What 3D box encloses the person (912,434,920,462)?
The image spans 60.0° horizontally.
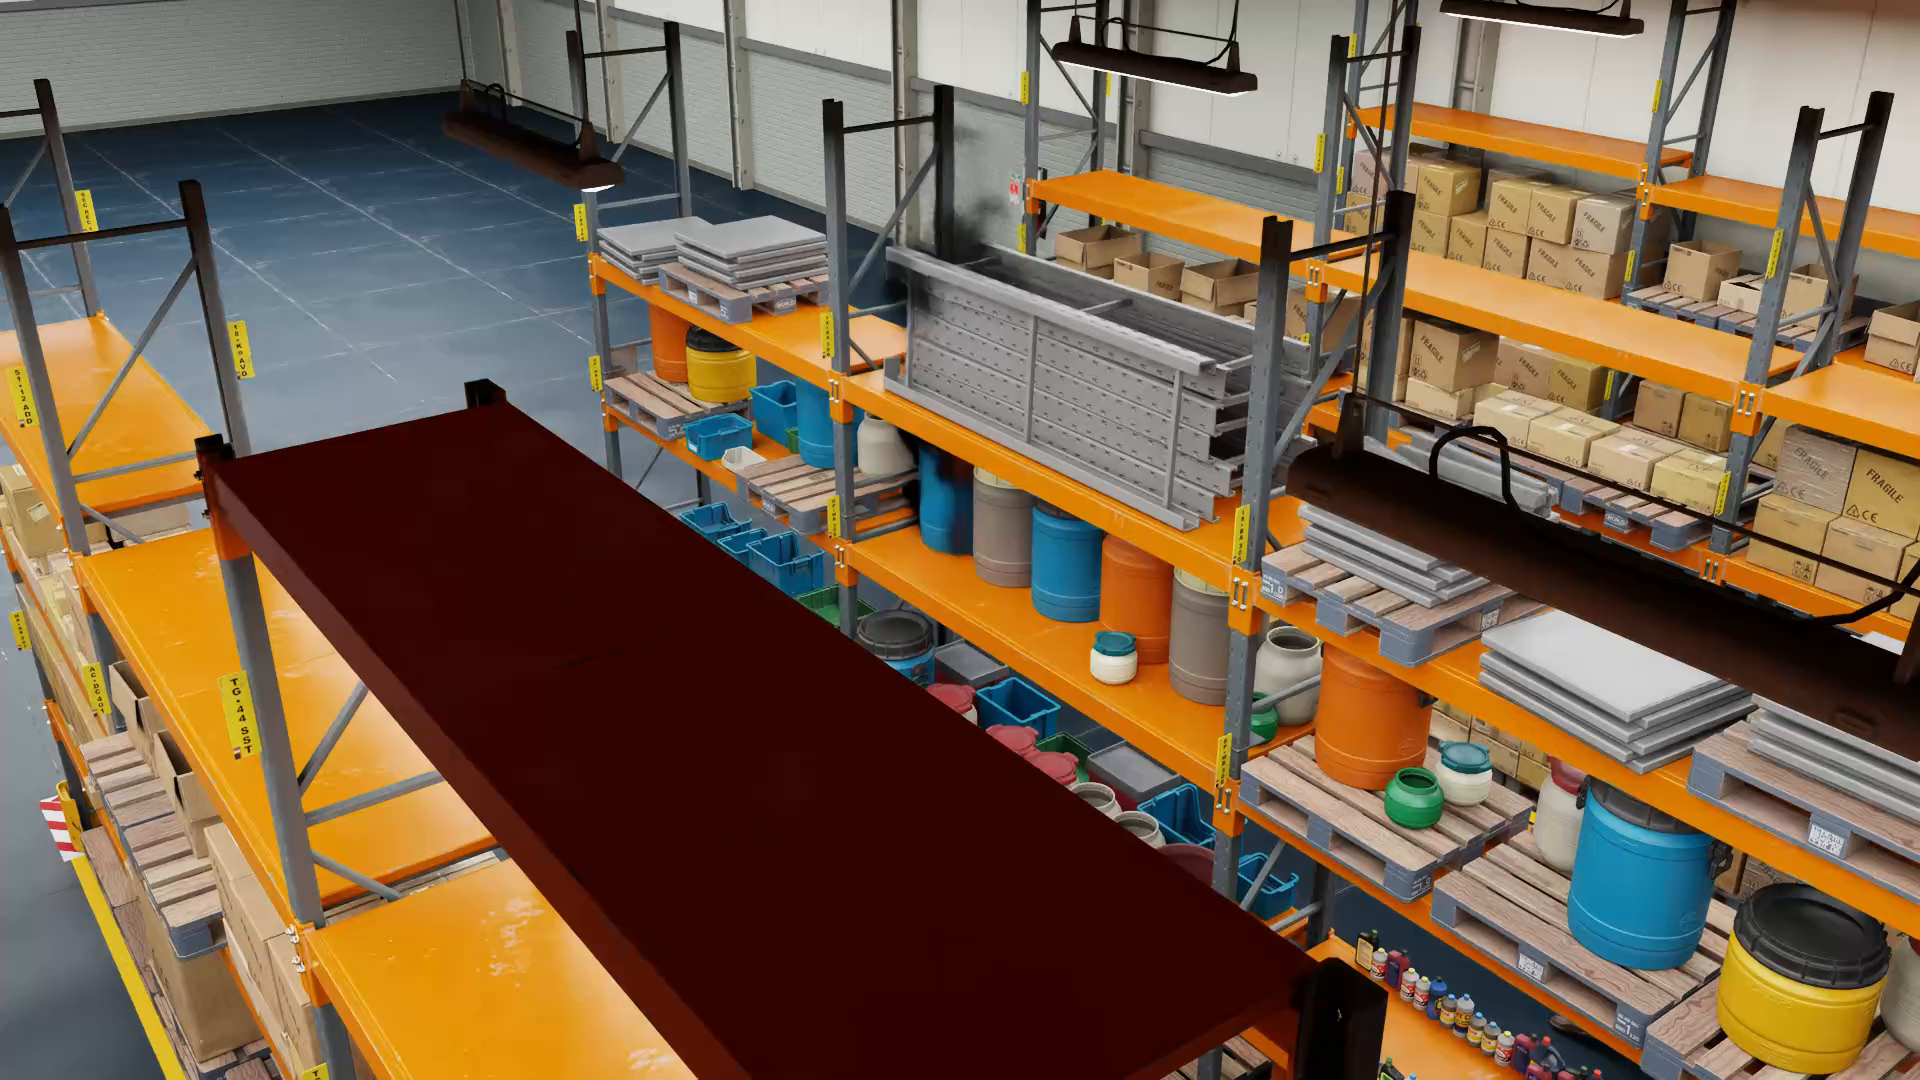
[{"bbox_3d":[-0.649,-1.449,19.992,0.951,1.790,0.680,-4,25,-8],"label":"person"}]

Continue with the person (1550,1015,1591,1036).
[{"bbox_3d":[4.450,2.804,11.031,0.899,1.527,0.574,23,33,40],"label":"person"}]
